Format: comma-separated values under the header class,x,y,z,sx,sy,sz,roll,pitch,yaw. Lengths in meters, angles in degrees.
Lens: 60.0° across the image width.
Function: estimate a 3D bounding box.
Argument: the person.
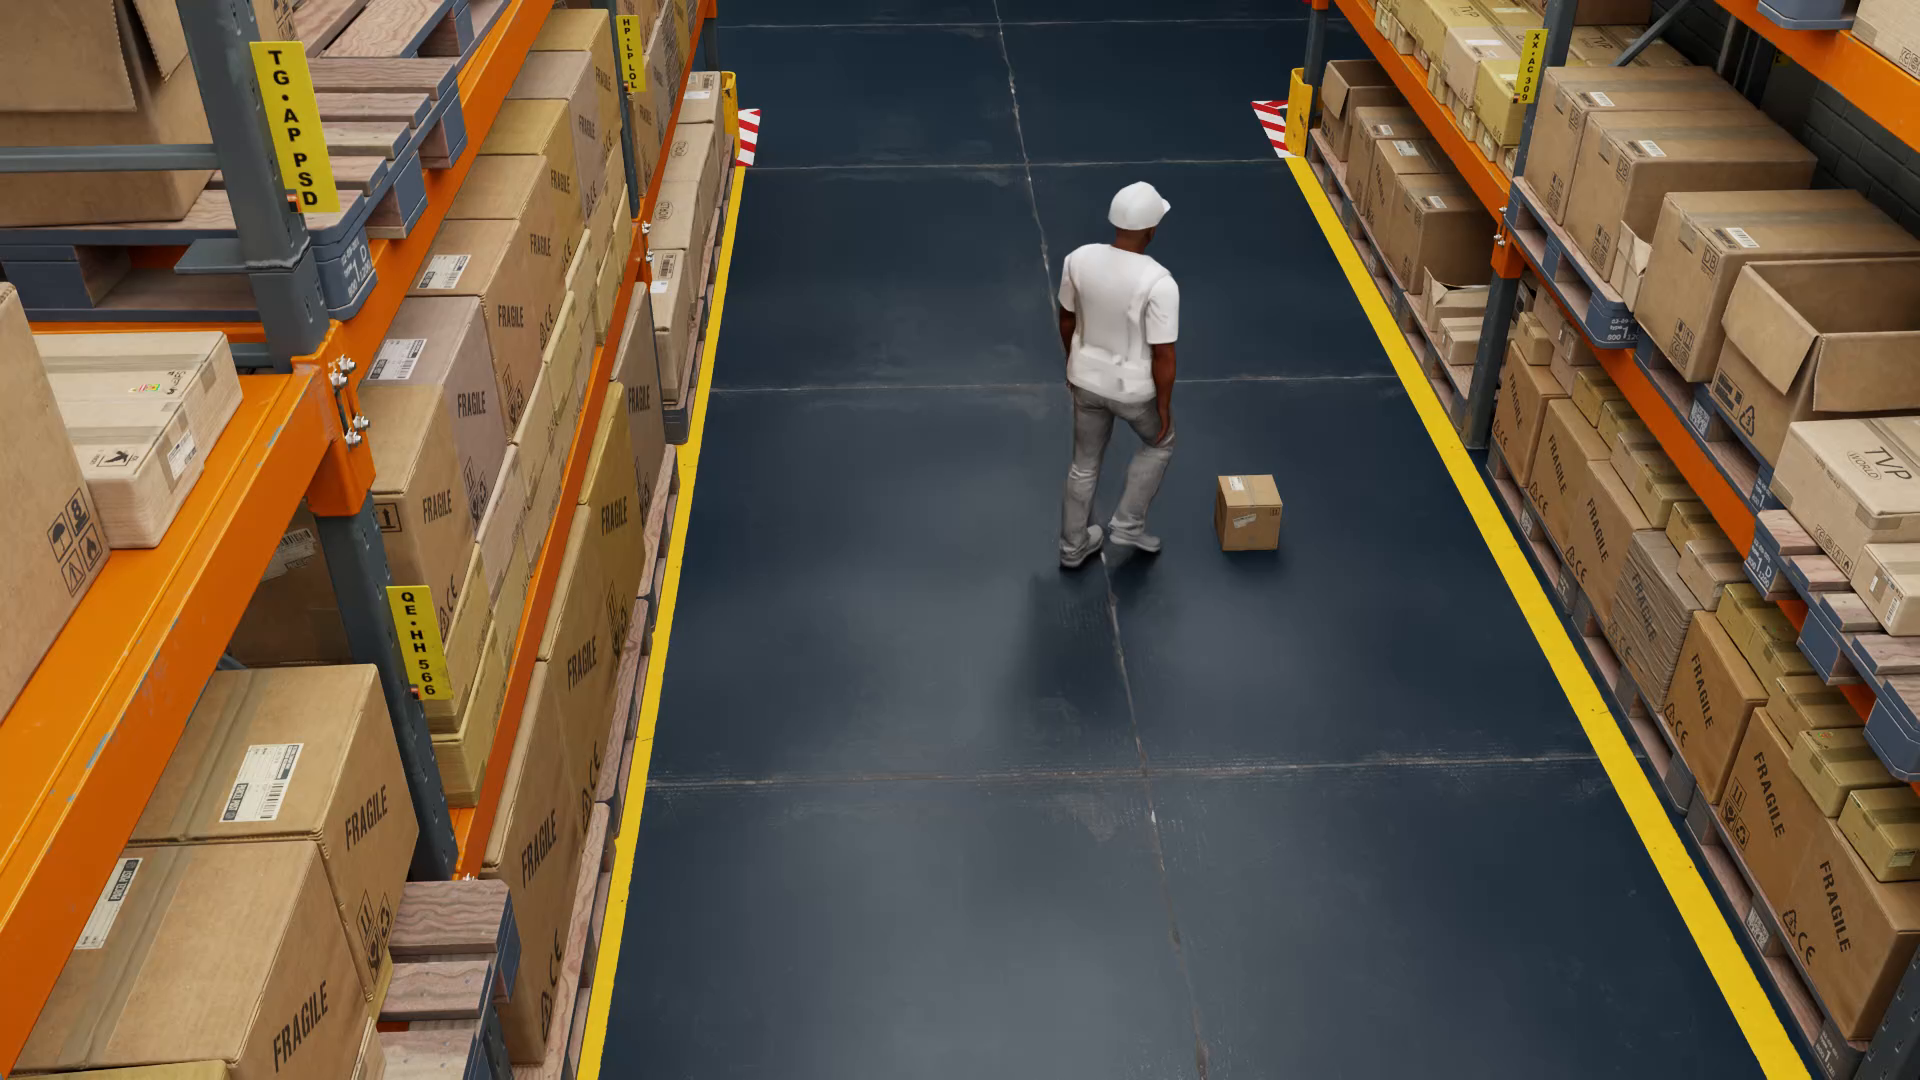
class,x,y,z,sx,sy,sz,roll,pitch,yaw
person,0.667,-0.672,7.069,0.601,1.777,0.513,20,40,26
